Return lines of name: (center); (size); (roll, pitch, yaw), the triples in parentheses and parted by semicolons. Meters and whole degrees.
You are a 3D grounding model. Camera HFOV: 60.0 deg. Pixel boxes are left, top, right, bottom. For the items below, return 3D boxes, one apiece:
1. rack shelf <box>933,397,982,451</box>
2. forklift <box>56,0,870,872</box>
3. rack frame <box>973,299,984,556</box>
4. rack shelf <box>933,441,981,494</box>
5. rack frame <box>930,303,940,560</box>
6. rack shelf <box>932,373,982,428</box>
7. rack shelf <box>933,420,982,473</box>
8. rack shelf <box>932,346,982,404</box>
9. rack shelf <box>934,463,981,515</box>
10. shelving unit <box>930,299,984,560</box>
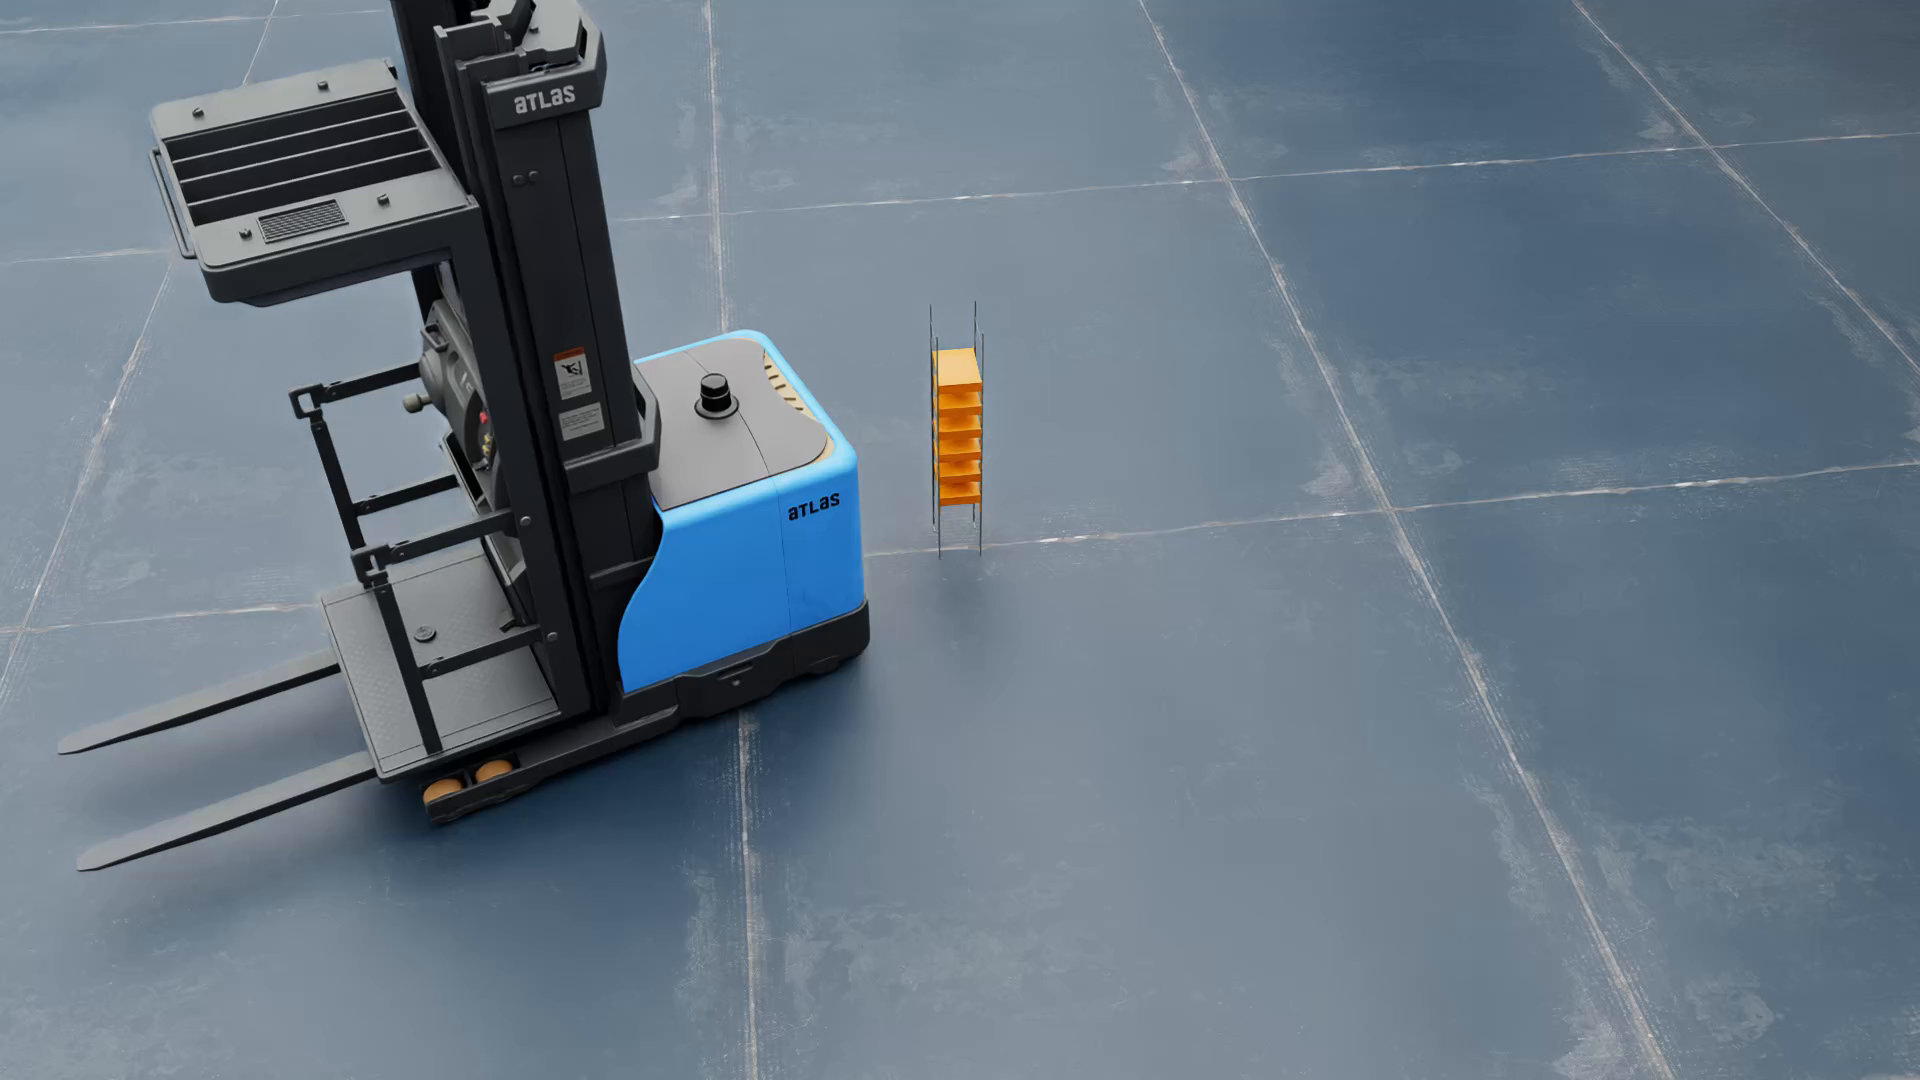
rack shelf: (-0.014, -0.500, 7.011); (0.180, 0.103, 0.258); (-5, 42, -6)
forklift: (-1.919, -0.431, 5.755); (3.031, 2.935, 1.130); (-20, 46, -20)
rack frame: (0.076, -0.452, 7.071); (0.006, 1.200, 0.240); (-5, 42, -6)
rack shelf: (-0.014, -0.322, 7.172); (0.180, 0.103, 0.258); (-5, 42, -6)
rack frame: (-0.105, -0.436, 7.053); (0.006, 1.200, 0.240); (-5, 42, -6)
rack shelf: (-0.014, -0.589, 6.931); (0.180, 0.103, 0.258); (-5, 42, -6)
rack shelf: (-0.014, -0.411, 7.092); (0.180, 0.103, 0.258); (-5, 42, -6)
rack shelf: (-0.014, -0.679, 6.851); (0.180, 0.103, 0.258); (-5, 42, -6)
rack shelf: (-0.014, -0.233, 7.252); (0.180, 0.103, 0.258); (-5, 42, -6)
shelving unit: (-0.014, -0.444, 7.062); (0.189, 1.200, 0.258); (-5, 42, -6)
